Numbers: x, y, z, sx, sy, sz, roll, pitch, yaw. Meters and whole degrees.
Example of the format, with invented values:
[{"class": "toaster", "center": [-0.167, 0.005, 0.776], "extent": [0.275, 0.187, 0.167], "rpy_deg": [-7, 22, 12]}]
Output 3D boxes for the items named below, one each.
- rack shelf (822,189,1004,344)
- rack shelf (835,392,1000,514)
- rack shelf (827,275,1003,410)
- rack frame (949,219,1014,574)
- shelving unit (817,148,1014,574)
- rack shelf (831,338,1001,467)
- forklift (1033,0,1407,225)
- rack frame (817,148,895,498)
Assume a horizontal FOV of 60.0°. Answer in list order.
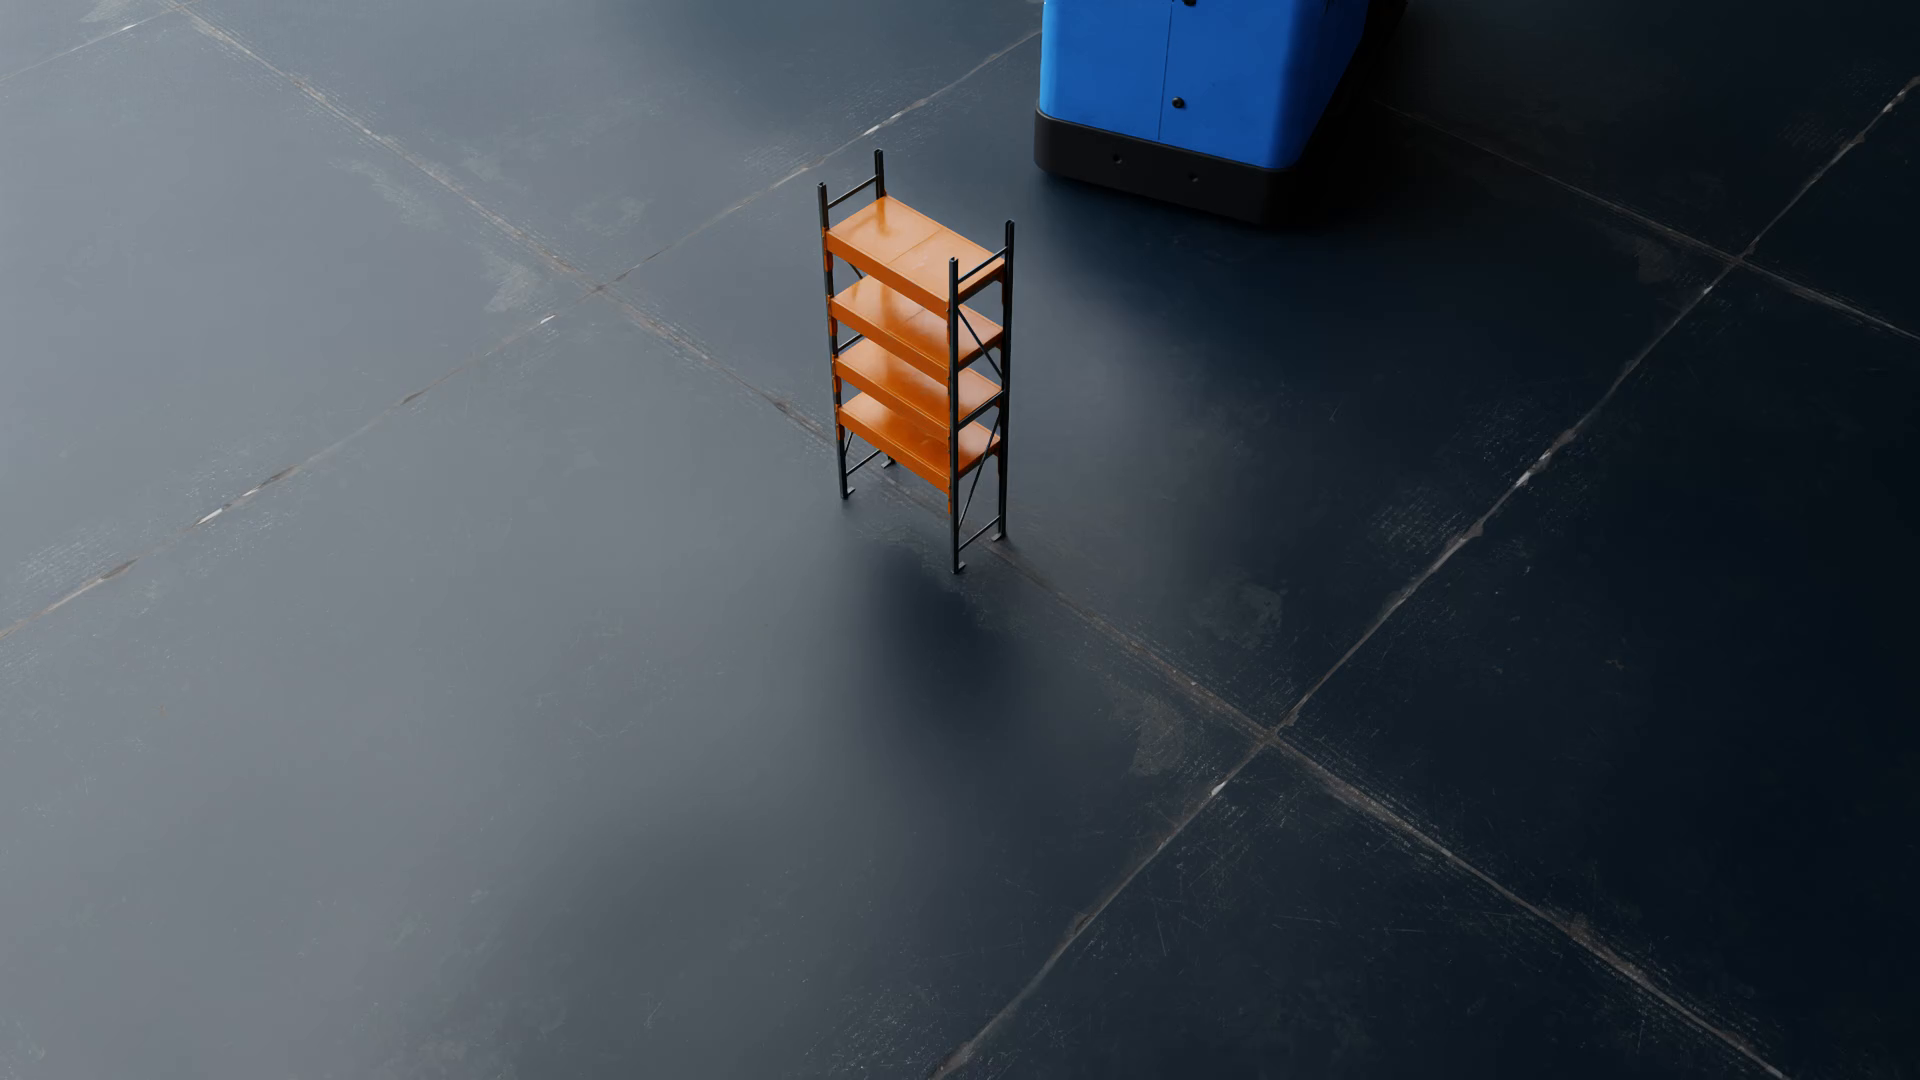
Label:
[{"class": "rack shelf", "center": [-0.122, -0.762, 4.603], "extent": [0.480, 0.148, 0.258], "rpy_deg": [34, 55, 28]}, {"class": "rack shelf", "center": [-0.122, -0.311, 5.083], "extent": [0.480, 0.148, 0.258], "rpy_deg": [34, 55, 28]}, {"class": "rack shelf", "center": [-0.122, -0.600, 4.775], "extent": [0.480, 0.148, 0.258], "rpy_deg": [34, 55, 28]}, {"class": "rack frame", "center": [0.058, -0.372, 4.776], "extent": [0.015, 1.200, 0.240], "rpy_deg": [34, 55, 28]}, {"class": "shelving unit", "center": [-0.122, -0.493, 4.889], "extent": [0.503, 1.200, 0.258], "rpy_deg": [34, 55, 28]}, {"class": "rack shelf", "center": [-0.122, -0.446, 4.938], "extent": [0.480, 0.148, 0.258], "rpy_deg": [34, 55, 28]}, {"class": "forklift", "center": [1.342, -3.278, 6.318], "extent": [1.130, 2.935, 3.031], "rpy_deg": [18, 49, 16]}, {"class": "rack frame", "center": [-0.301, -0.613, 5.003], "extent": [0.015, 1.200, 0.240], "rpy_deg": [34, 55, 28]}]
